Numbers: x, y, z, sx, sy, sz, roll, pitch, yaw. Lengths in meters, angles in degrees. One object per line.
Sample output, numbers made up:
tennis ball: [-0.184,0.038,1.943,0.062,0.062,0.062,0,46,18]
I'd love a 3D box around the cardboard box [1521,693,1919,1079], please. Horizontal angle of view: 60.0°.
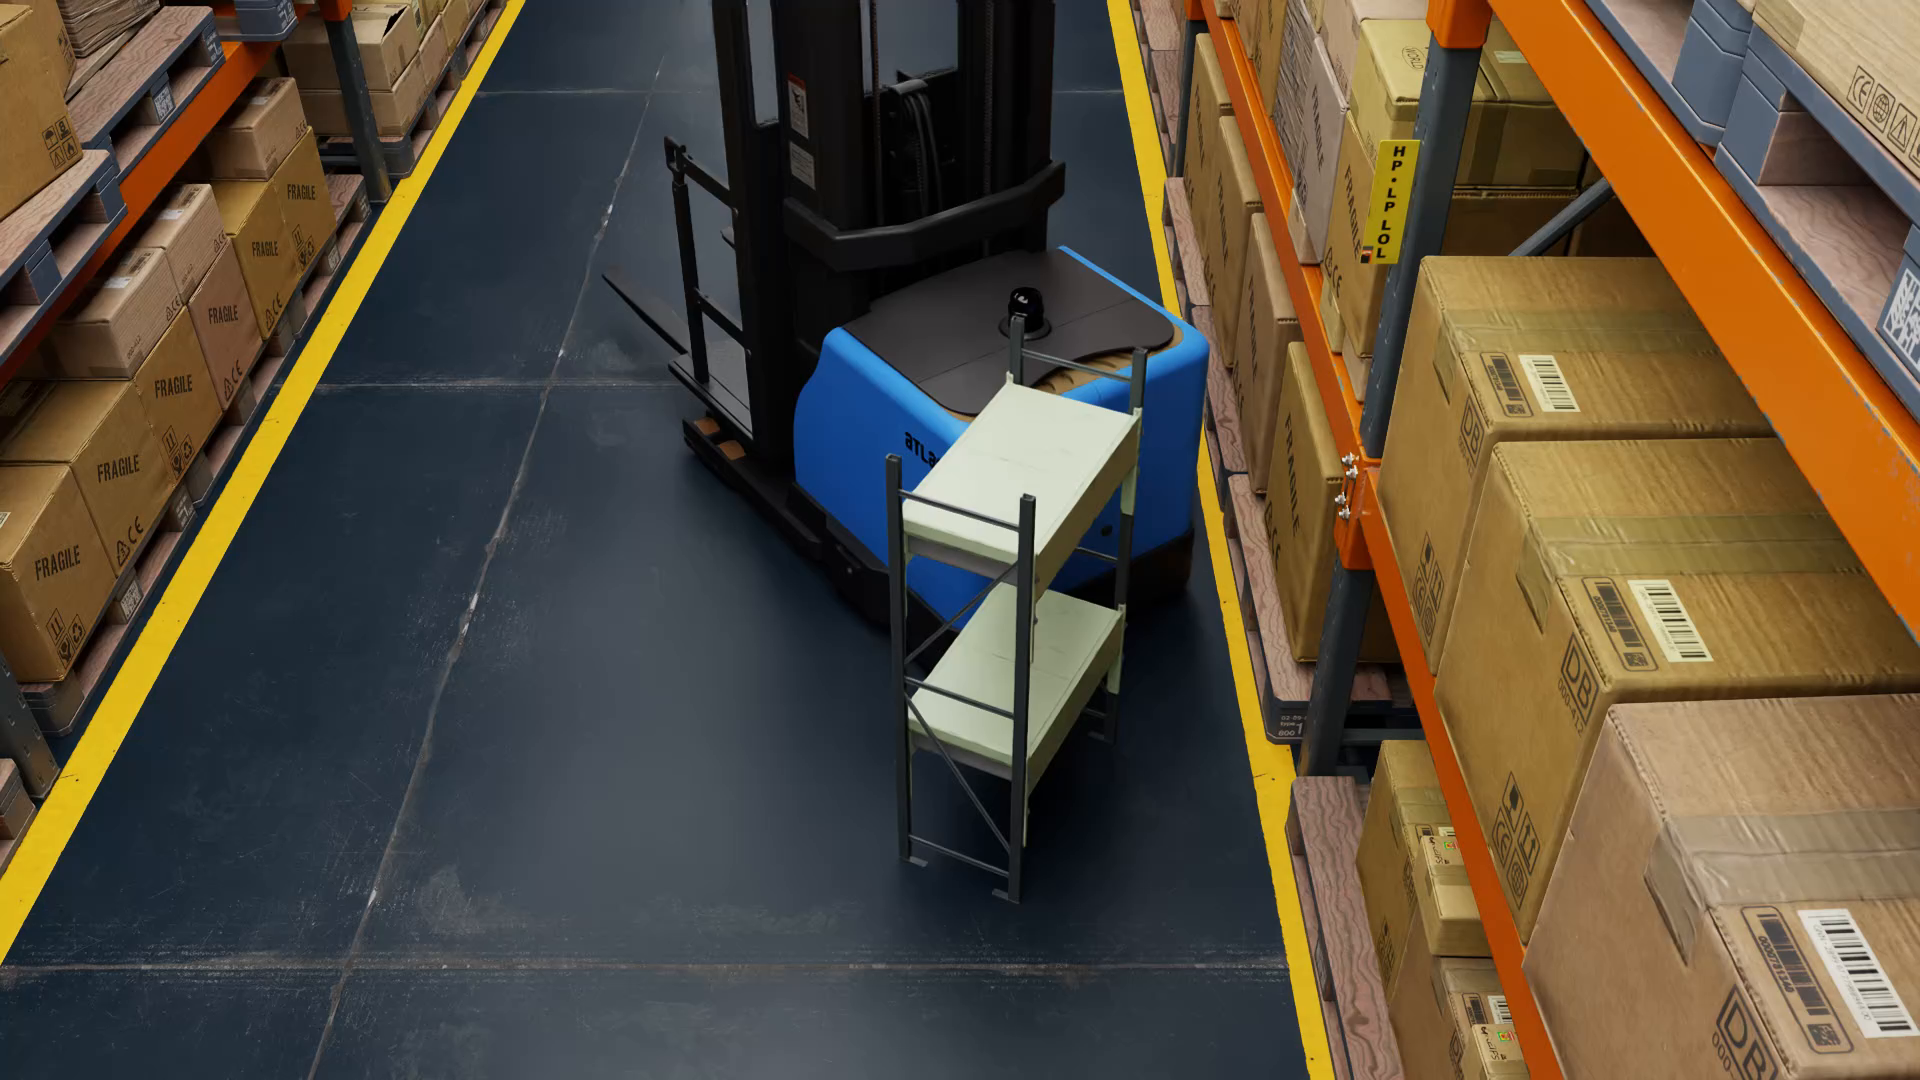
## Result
cardboard box: [1.569,0.739,2.690,0.980,0.700,0.700,-2,39,-2]

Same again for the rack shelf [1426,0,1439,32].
rack shelf: [1.576,-2.536,5.192,1.077,0.370,4.000,0,39,0]

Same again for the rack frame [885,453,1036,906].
rack frame: [-0.001,0.431,4.512,0.400,1.500,0.023,17,42,20]

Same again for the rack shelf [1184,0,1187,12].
rack shelf: [1.571,-3.866,9.251,1.077,0.370,4.000,0,39,0]

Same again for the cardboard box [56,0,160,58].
cardboard box: [-3.457,-2.128,6.091,0.700,0.500,0.500,7,39,8]

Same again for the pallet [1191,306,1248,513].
pallet: [1.498,-0.554,6.773,1.003,0.211,1.213,0,39,0]

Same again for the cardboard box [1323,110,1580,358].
cardboard box: [1.326,-0.846,4.574,0.500,0.500,0.500,-1,39,-1]

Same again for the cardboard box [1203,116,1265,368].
cardboard box: [1.438,-1.214,6.749,0.750,0.750,0.750,0,39,0]

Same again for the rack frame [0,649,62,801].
rack frame: [-3.375,-0.389,4.337,1.000,3.000,0.127,0,39,0]

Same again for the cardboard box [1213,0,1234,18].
cardboard box: [1.250,-2.276,6.877,0.380,0.149,0.250,1,39,1]

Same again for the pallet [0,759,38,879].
pallet: [-3.376,1.129,4.673,1.003,0.211,1.213,0,39,0]

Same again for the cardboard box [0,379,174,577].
cardboard box: [-3.144,-0.222,5.775,0.500,0.500,0.500,0,39,1]

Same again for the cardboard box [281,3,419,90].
cardboard box: [-3.087,-2.528,8.420,0.500,0.311,0.500,1,39,1]

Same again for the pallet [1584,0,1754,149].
pallet: [1.569,-1.019,2.796,1.003,0.211,1.213,0,39,0]

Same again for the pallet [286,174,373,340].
pallet: [-3.417,-1.335,7.748,1.003,0.211,1.213,0,39,0]

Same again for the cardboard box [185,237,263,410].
cardboard box: [-3.137,-0.850,6.559,0.500,0.500,0.500,-1,39,-2]

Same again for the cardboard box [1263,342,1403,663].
cardboard box: [1.447,-0.126,5.392,0.750,0.750,0.750,0,39,0]

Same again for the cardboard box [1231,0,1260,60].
cardboard box: [1.309,-2.118,6.160,0.500,0.500,0.500,0,39,0]

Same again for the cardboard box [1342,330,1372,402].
cardboard box: [1.295,-0.516,4.680,0.380,0.149,0.250,0,39,0]

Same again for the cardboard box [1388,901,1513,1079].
cardboard box: [1.474,1.198,4.019,0.700,0.500,0.500,0,39,-1]

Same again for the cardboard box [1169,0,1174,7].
cardboard box: [1.597,-3.492,9.855,0.700,0.500,0.500,0,39,0]

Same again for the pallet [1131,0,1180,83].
pallet: [1.576,-3.058,9.897,1.003,0.211,1.213,0,39,0]

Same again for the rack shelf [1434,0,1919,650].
rack shelf: [1.580,-0.034,2.071,1.077,0.370,4.000,0,39,0]

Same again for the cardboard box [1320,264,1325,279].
cardboard box: [1.316,-0.836,5.079,0.380,0.149,0.250,1,39,1]

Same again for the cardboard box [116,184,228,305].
cardboard box: [-3.135,-1.120,6.296,0.500,0.250,0.500,-1,39,-1]

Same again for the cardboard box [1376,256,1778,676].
cardboard box: [1.563,-0.173,3.827,0.980,0.700,0.700,1,39,1]

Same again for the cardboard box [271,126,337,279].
cardboard box: [-3.144,-1.502,7.373,0.500,0.500,0.500,1,39,2]

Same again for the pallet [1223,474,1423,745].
pallet: [1.502,0.211,5.818,1.003,0.211,1.213,0,39,0]

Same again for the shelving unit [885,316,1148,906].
shelving unit: [0.161,0.226,4.768,0.431,1.500,0.755,17,42,20]

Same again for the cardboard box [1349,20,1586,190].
cardboard box: [1.322,-1.142,4.343,0.500,0.250,0.500,1,39,1]

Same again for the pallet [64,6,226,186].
pallet: [-3.373,-1.600,6.001,1.003,0.211,1.213,0,39,0]

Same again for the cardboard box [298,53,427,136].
cardboard box: [-3.087,-2.309,8.596,0.500,0.250,0.500,0,39,0]

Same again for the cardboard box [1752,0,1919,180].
cardboard box: [1.310,-0.638,1.953,0.500,0.250,0.500,-1,39,-1]

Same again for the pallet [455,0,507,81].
pallet: [-3.341,-3.078,9.922,1.003,0.211,1.213,0,39,0]

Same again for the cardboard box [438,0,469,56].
cardboard box: [-3.095,-2.949,9.394,0.500,0.250,0.500,-1,39,-1]

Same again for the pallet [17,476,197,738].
pallet: [-3.414,0.190,5.844,1.003,0.211,1.213,0,39,0]

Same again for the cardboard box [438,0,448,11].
cardboard box: [-3.094,-3.175,9.228,0.500,0.311,0.500,-1,39,-1]

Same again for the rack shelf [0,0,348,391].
rack shelf: [-3.378,-1.359,6.123,1.077,0.370,4.000,0,39,0]

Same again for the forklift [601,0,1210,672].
forklift: [-0.443,-1.528,5.814,1.130,2.935,3.031,-24,45,-27]

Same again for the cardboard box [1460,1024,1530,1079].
cardboard box: [1.295,1.172,3.533,0.380,0.149,0.250,-1,39,-1]

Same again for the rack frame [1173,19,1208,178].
rack frame: [1.574,-2.896,7.466,1.000,3.000,0.127,0,39,0]

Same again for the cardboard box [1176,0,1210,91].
cardboard box: [1.521,-2.543,8.672,0.700,0.500,0.500,0,39,1]

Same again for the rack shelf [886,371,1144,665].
rack shelf: [0.161,-0.078,4.524,0.431,0.370,0.720,17,42,20]

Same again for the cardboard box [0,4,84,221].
cardboard box: [-3.217,-1.318,5.081,0.700,0.500,0.500,6,39,7]

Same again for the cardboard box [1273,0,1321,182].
cardboard box: [1.323,-1.480,5.364,0.500,0.500,0.500,0,39,0]
